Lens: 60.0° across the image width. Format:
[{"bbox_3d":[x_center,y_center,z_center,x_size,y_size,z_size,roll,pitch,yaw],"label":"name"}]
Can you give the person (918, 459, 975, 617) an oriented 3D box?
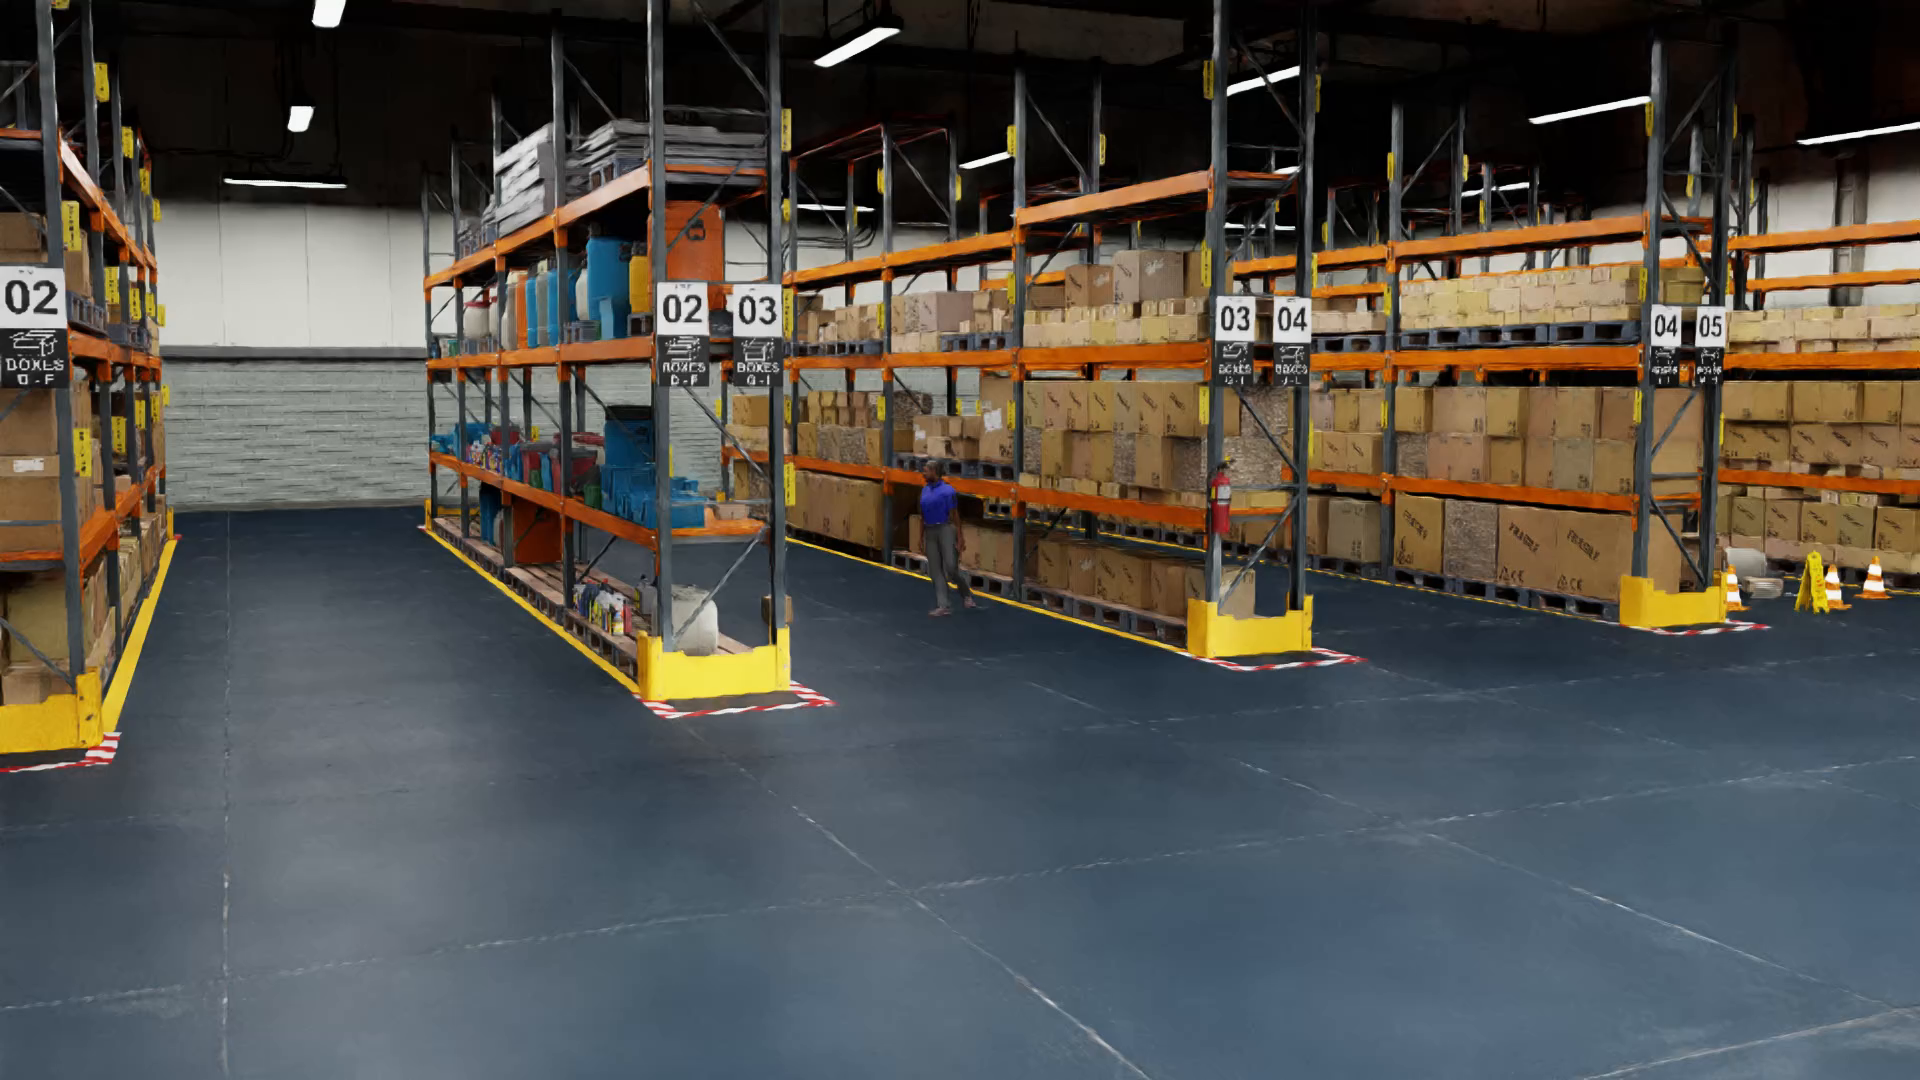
[{"bbox_3d":[-0.175,-0.032,17.462,0.578,1.643,0.627,5,7,40],"label":"person"}]
